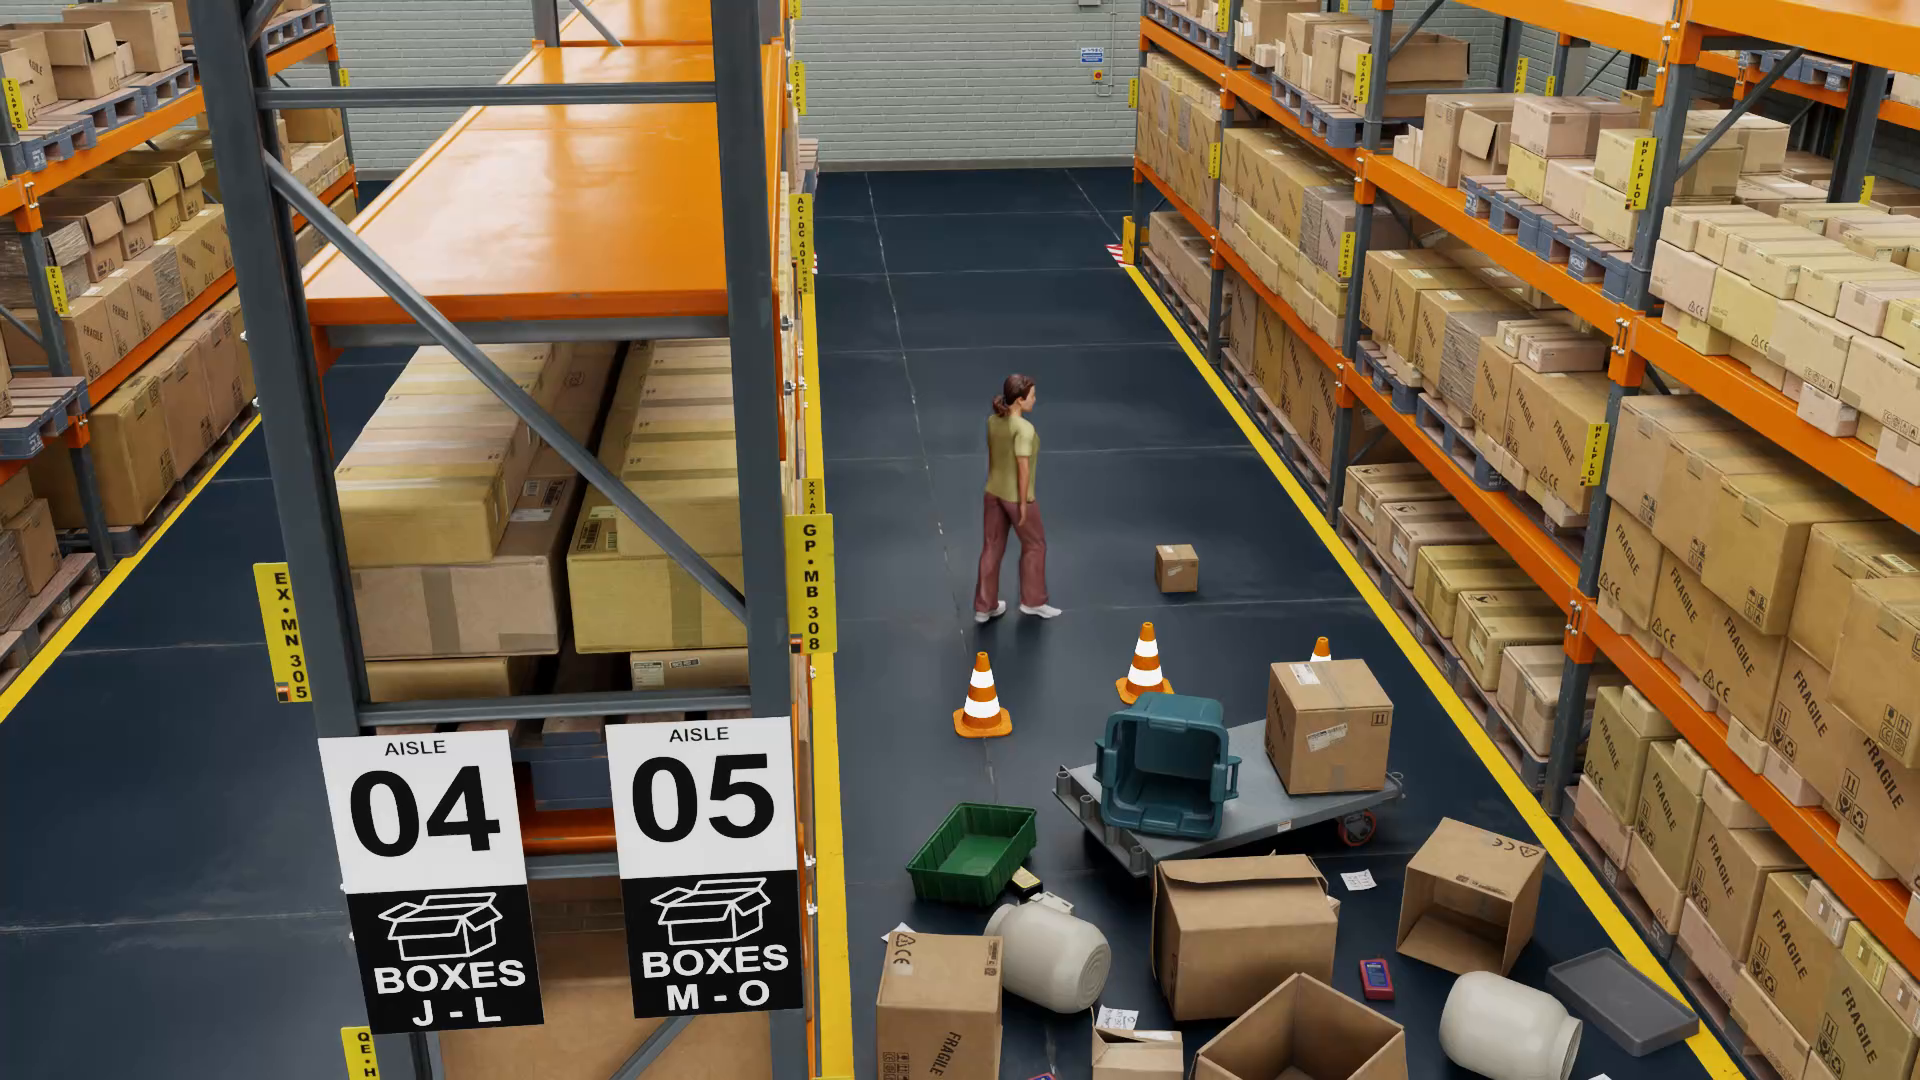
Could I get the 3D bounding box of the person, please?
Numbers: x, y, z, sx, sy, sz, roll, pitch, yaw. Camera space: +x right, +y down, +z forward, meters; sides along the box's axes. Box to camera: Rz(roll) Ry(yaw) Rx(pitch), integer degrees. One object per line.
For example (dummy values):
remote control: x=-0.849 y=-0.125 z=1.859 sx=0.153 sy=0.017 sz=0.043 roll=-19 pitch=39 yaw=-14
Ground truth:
person: x=0.330 y=-0.247 z=10.901 sx=0.484 sy=1.712 sz=0.588 roll=22 pitch=32 yaw=40
